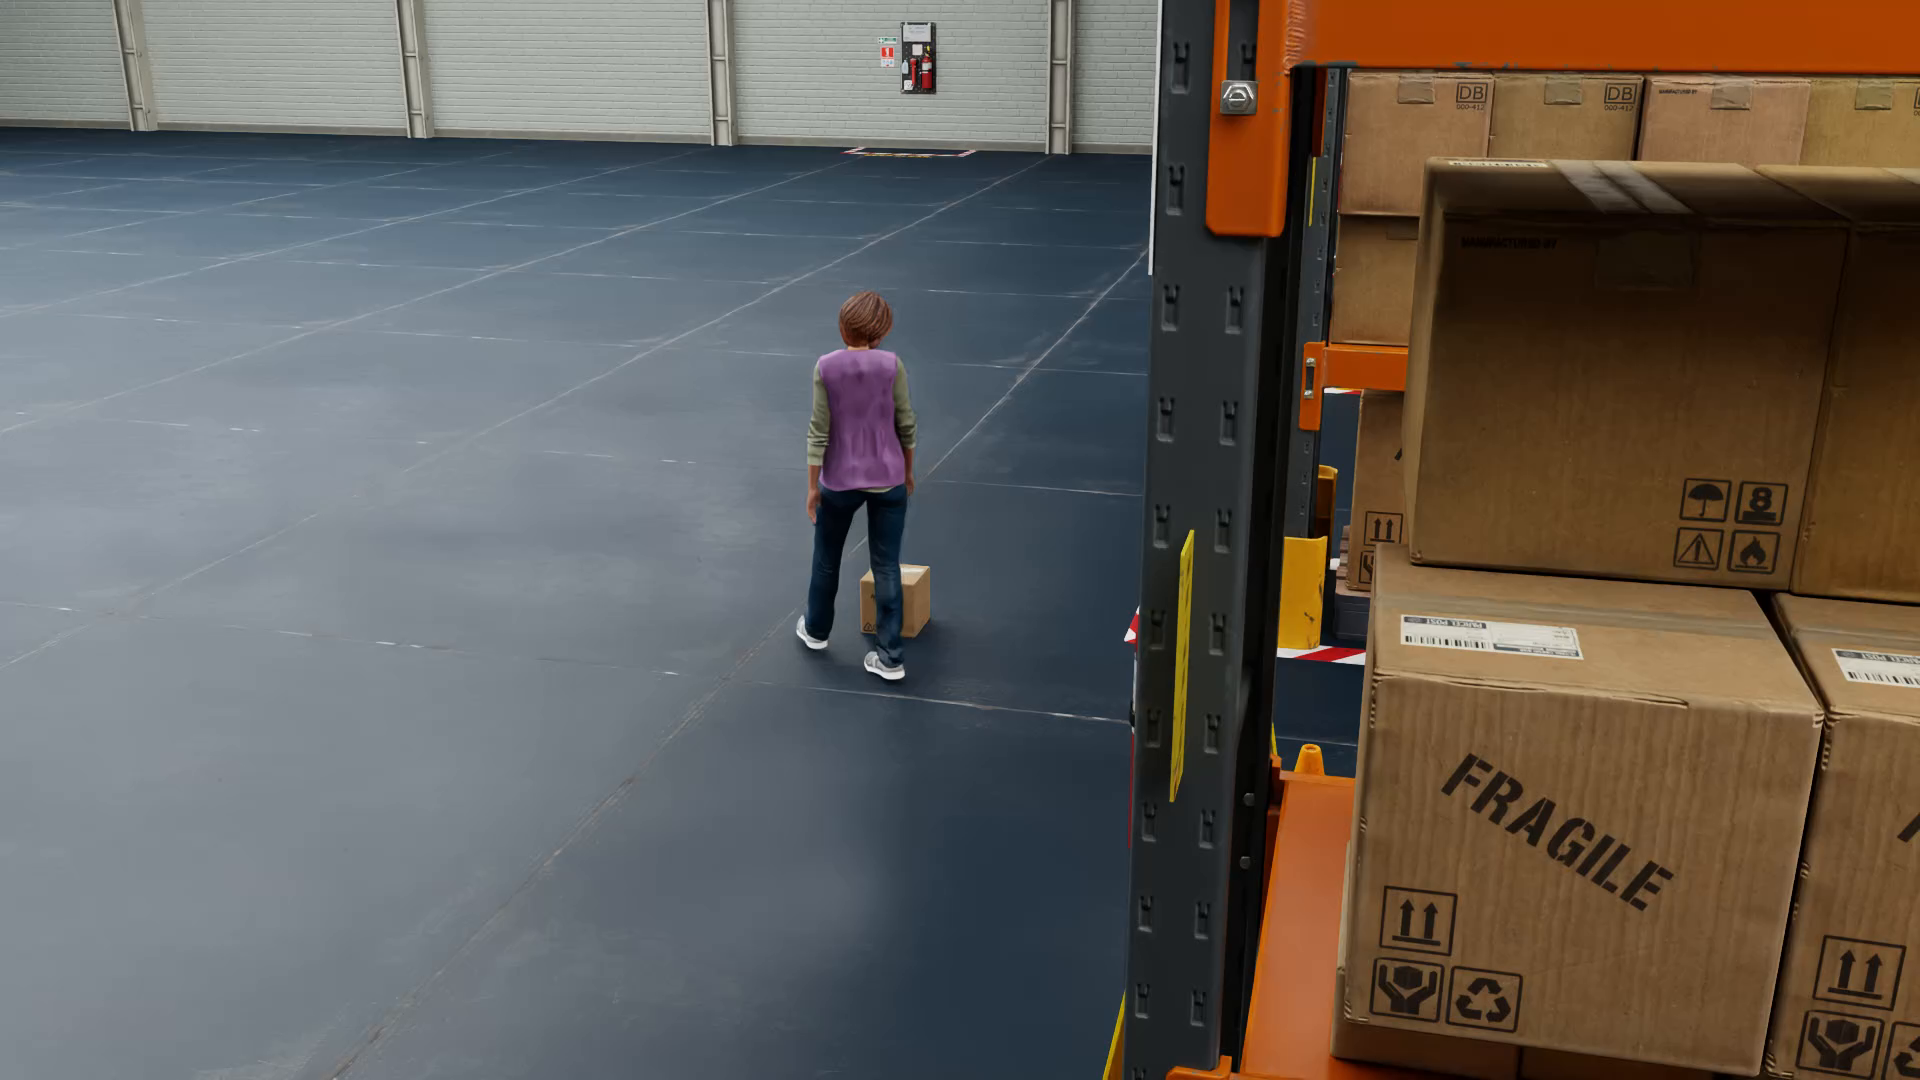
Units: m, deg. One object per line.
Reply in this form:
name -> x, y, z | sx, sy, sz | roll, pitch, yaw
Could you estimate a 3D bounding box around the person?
person -> -0.406, -0.150, 6.768 | 0.473, 1.295, 0.528 | -2, 19, -7
